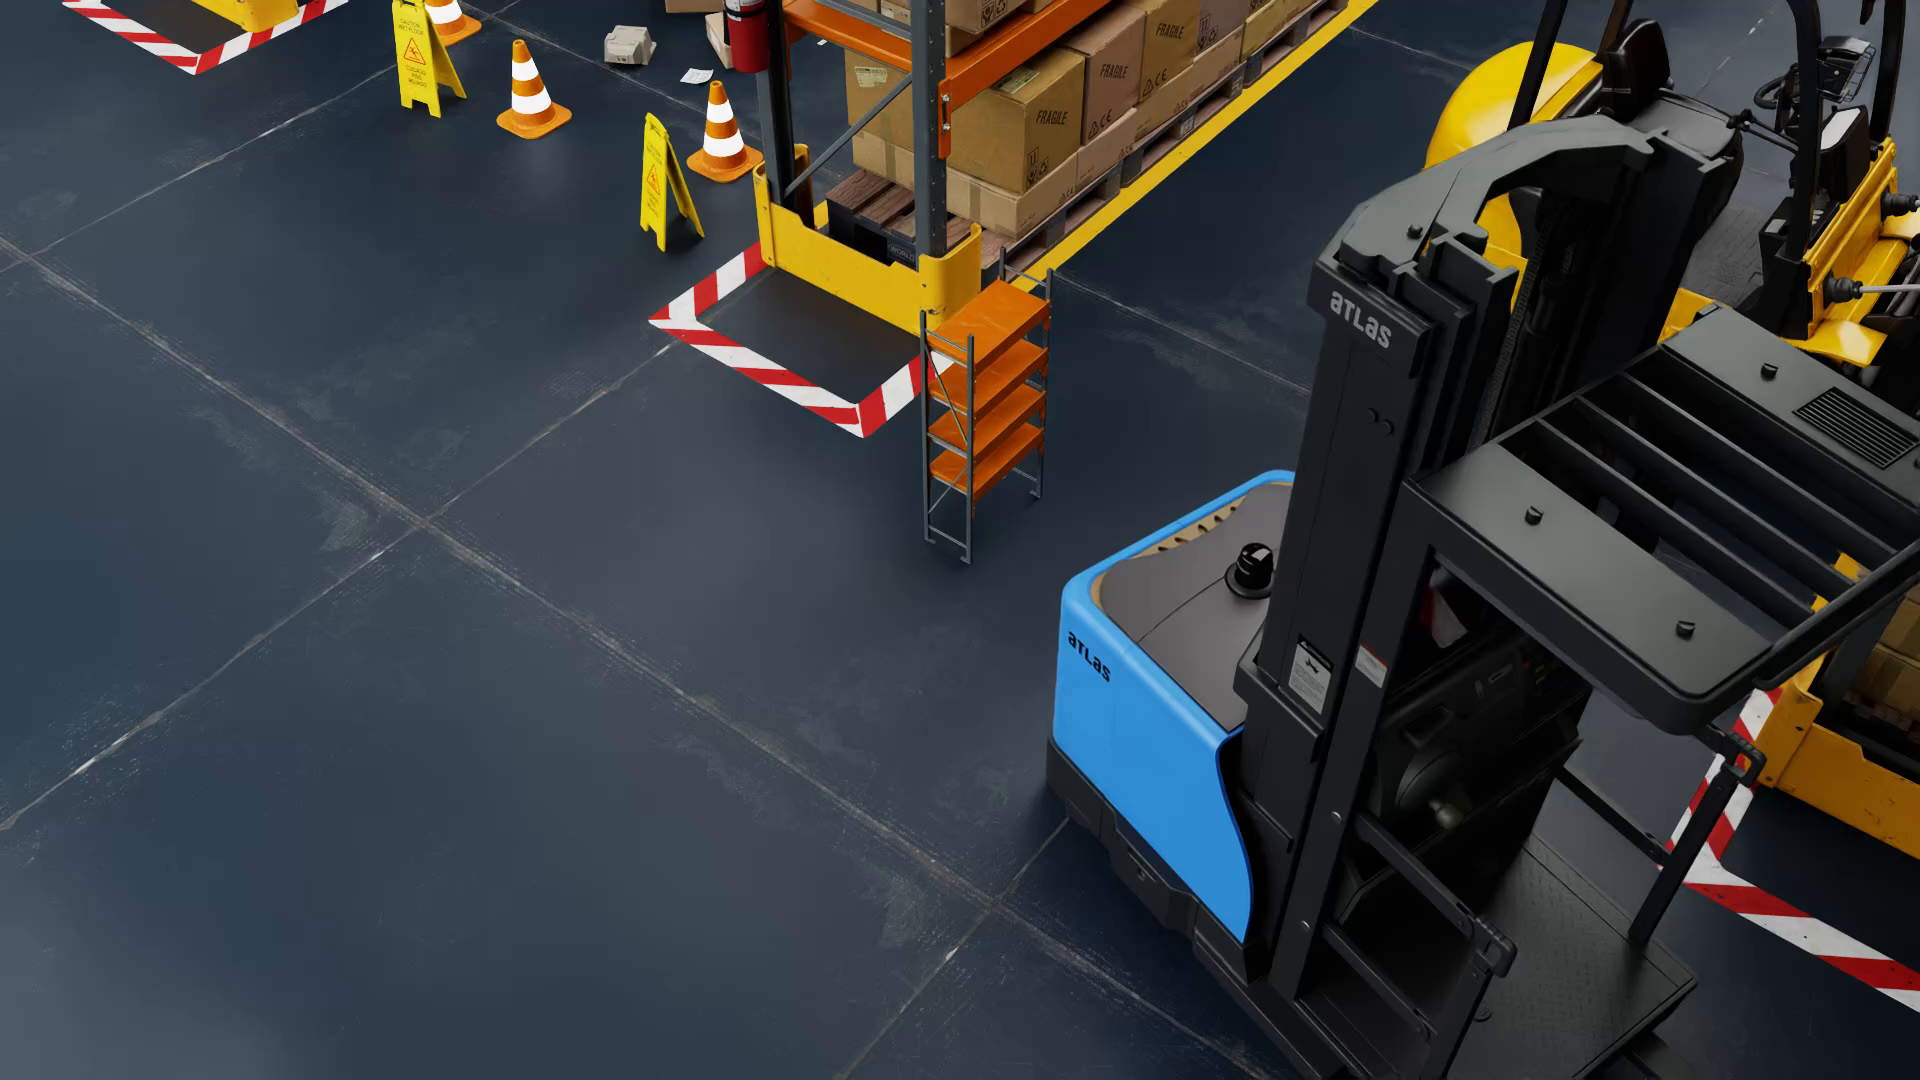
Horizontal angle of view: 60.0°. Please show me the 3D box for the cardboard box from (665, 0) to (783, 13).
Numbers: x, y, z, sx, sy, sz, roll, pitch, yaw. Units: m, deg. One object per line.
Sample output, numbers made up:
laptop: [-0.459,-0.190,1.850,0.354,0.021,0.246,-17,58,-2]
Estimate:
cardboard box: [-1.419,-3.494,9.904,0.797,0.503,0.637,-2,46,-2]

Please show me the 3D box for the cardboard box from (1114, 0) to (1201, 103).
cardboard box: [0.866,-2.624,8.439,0.500,0.500,0.500,30,53,26]

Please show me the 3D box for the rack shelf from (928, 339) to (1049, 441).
rack shelf: [0.101,-0.617,6.458,0.258,0.148,0.480,29,53,25]

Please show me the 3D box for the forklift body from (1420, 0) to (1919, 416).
forklift body: [3.157,-1.638,6.992,2.313,2.155,1.214,29,53,25]

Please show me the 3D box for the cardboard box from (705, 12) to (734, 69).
cardboard box: [-1.287,-2.890,9.572,0.250,0.149,0.380,-17,49,-15]

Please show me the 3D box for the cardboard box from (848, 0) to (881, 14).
cardboard box: [-0.430,-2.454,7.358,0.380,0.149,0.250,31,54,26]

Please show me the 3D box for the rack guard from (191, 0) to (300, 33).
rack guard: [-4.483,-3.485,9.898,1.175,0.500,0.348,29,53,25]

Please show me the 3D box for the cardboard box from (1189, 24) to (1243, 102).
cardboard box: [1.176,-2.661,8.993,0.500,0.250,0.500,30,53,26]

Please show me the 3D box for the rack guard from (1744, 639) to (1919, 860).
rack guard: [3.426,0.837,5.769,1.175,0.500,0.348,29,53,25]

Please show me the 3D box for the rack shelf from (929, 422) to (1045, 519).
rack shelf: [0.101,-0.326,6.764,0.258,0.148,0.480,29,53,25]

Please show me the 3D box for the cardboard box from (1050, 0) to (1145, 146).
cardboard box: [0.553,-2.341,8.169,0.500,0.500,0.500,27,52,24]

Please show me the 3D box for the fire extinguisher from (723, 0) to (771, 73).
fire extinguisher: [-0.924,-2.344,7.132,0.296,0.674,0.183,29,53,25]

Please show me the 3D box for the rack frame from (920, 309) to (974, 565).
rack frame: [-0.048,-0.370,6.438,0.240,1.200,0.015,29,53,25]

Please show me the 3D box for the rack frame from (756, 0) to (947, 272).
rack frame: [-0.489,-2.232,6.972,1.000,3.000,0.127,29,53,25]

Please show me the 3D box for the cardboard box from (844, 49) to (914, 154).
cardboard box: [-0.206,-2.260,8.092,0.500,0.500,0.500,30,53,25]

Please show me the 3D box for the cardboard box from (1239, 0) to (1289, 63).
cardboard box: [1.490,-2.950,9.269,0.500,0.250,0.500,28,52,24]

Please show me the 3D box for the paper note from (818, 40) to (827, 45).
paper note: [-0.779,-2.915,9.692,0.032,0.001,0.123,29,53,25]

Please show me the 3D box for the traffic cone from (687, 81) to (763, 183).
traffic cone: [-1.247,-2.172,8.670,0.336,0.463,0.334,29,53,25]

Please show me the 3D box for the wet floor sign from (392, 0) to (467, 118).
wet floor sign: [-2.919,-2.657,9.007,0.267,0.644,0.232,21,50,19]

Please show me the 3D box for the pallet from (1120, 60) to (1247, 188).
pallet: [0.828,-2.457,9.115,1.003,0.211,1.213,29,53,25]

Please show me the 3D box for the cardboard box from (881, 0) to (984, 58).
cardboard box: [-0.118,-2.248,7.162,0.380,0.149,0.250,29,53,25]

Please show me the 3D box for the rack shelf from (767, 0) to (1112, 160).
rack shelf: [0.734,-3.128,8.326,1.077,0.370,4.000,29,53,25]

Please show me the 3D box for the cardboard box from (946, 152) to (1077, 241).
cardboard box: [0.223,-1.767,8.139,0.500,0.250,0.500,29,53,25]

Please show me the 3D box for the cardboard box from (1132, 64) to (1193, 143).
cardboard box: [0.865,-2.373,8.718,0.500,0.250,0.500,33,54,27]

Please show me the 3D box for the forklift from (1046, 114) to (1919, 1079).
forklift: [1.574,0.534,4.377,1.130,2.935,3.031,-27,52,-24]

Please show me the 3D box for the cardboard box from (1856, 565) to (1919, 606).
cardboard box: [3.476,0.018,5.743,0.500,0.250,0.500,31,54,26]

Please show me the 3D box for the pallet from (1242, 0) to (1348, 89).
pallet: [1.574,-3.158,9.785,1.003,0.211,1.213,29,53,25]

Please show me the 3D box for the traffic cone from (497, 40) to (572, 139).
traffic cone: [-2.333,-2.468,8.953,0.336,0.463,0.334,29,53,25]

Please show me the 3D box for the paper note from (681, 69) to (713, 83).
paper note: [-1.486,-2.627,9.403,0.148,0.019,0.142,13,48,12]

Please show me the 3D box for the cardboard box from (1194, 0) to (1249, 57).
cardboard box: [1.186,-2.934,8.735,0.500,0.500,0.500,32,54,27]

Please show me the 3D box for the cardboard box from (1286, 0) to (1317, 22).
cardboard box: [1.808,-3.259,9.565,0.500,0.250,0.500,32,54,27]

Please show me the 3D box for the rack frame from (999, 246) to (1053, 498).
rack frame: [0.250,-0.649,6.705,0.240,1.200,0.015,29,53,25]

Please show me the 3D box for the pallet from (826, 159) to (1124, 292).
pallet: [0.082,-1.762,8.451,1.003,0.211,1.213,29,53,25]

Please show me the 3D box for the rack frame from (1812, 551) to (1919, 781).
rack frame: [3.441,-0.040,4.878,1.000,3.000,0.127,29,53,25]

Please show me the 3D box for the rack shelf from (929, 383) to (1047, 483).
rack shelf: [0.101,-0.463,6.620,0.258,0.148,0.480,29,53,25]

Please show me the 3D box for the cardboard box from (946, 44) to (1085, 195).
cardboard box: [0.237,-2.039,7.881,0.500,0.500,0.500,28,52,24]

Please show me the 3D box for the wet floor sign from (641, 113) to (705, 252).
wet floor sign: [-1.452,-1.783,8.172,0.232,0.644,0.267,-25,51,-22]

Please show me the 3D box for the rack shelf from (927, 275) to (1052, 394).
rack shelf: [0.101,-0.781,6.287,0.258,0.148,0.480,29,53,25]

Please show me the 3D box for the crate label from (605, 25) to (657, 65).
crate label: [-1.902,-2.833,9.526,0.250,0.136,0.298,6,47,5]

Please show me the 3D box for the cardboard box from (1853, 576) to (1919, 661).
cardboard box: [3.491,0.176,5.938,0.500,0.250,0.500,29,53,25]

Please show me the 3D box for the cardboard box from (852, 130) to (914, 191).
cardboard box: [-0.193,-2.023,8.383,0.500,0.250,0.500,29,53,25]

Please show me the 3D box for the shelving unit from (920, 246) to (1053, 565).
shelving unit: [0.101,-0.509,6.571,0.258,1.200,0.503,29,53,25]

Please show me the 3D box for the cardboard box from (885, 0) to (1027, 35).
cardboard box: [0.020,-2.518,6.971,0.500,0.500,0.500,28,53,24]

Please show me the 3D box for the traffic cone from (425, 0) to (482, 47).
traffic cone: [-3.020,-3.162,9.616,0.336,0.463,0.334,29,53,25]

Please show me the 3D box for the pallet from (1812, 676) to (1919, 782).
pallet: [3.876,0.467,6.322,1.003,0.211,1.213,29,53,25]

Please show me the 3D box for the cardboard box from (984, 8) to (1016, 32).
cardboard box: [0.025,-2.399,7.306,0.380,0.149,0.250,30,53,26]

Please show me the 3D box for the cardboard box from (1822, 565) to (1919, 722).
cardboard box: [3.478,0.356,6.111,0.500,0.250,0.500,30,53,25]

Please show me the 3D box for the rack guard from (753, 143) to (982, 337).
rack guard: [-0.443,-1.412,7.918,1.175,0.500,0.348,29,53,25]

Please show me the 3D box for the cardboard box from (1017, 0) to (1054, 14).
cardboard box: [0.252,-2.515,7.416,0.380,0.149,0.250,28,52,24]

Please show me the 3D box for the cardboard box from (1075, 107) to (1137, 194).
cardboard box: [0.541,-2.055,8.415,0.500,0.250,0.500,31,54,26]

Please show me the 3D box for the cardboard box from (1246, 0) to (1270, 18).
cardboard box: [1.498,-3.226,9.015,0.500,0.500,0.500,30,53,26]
